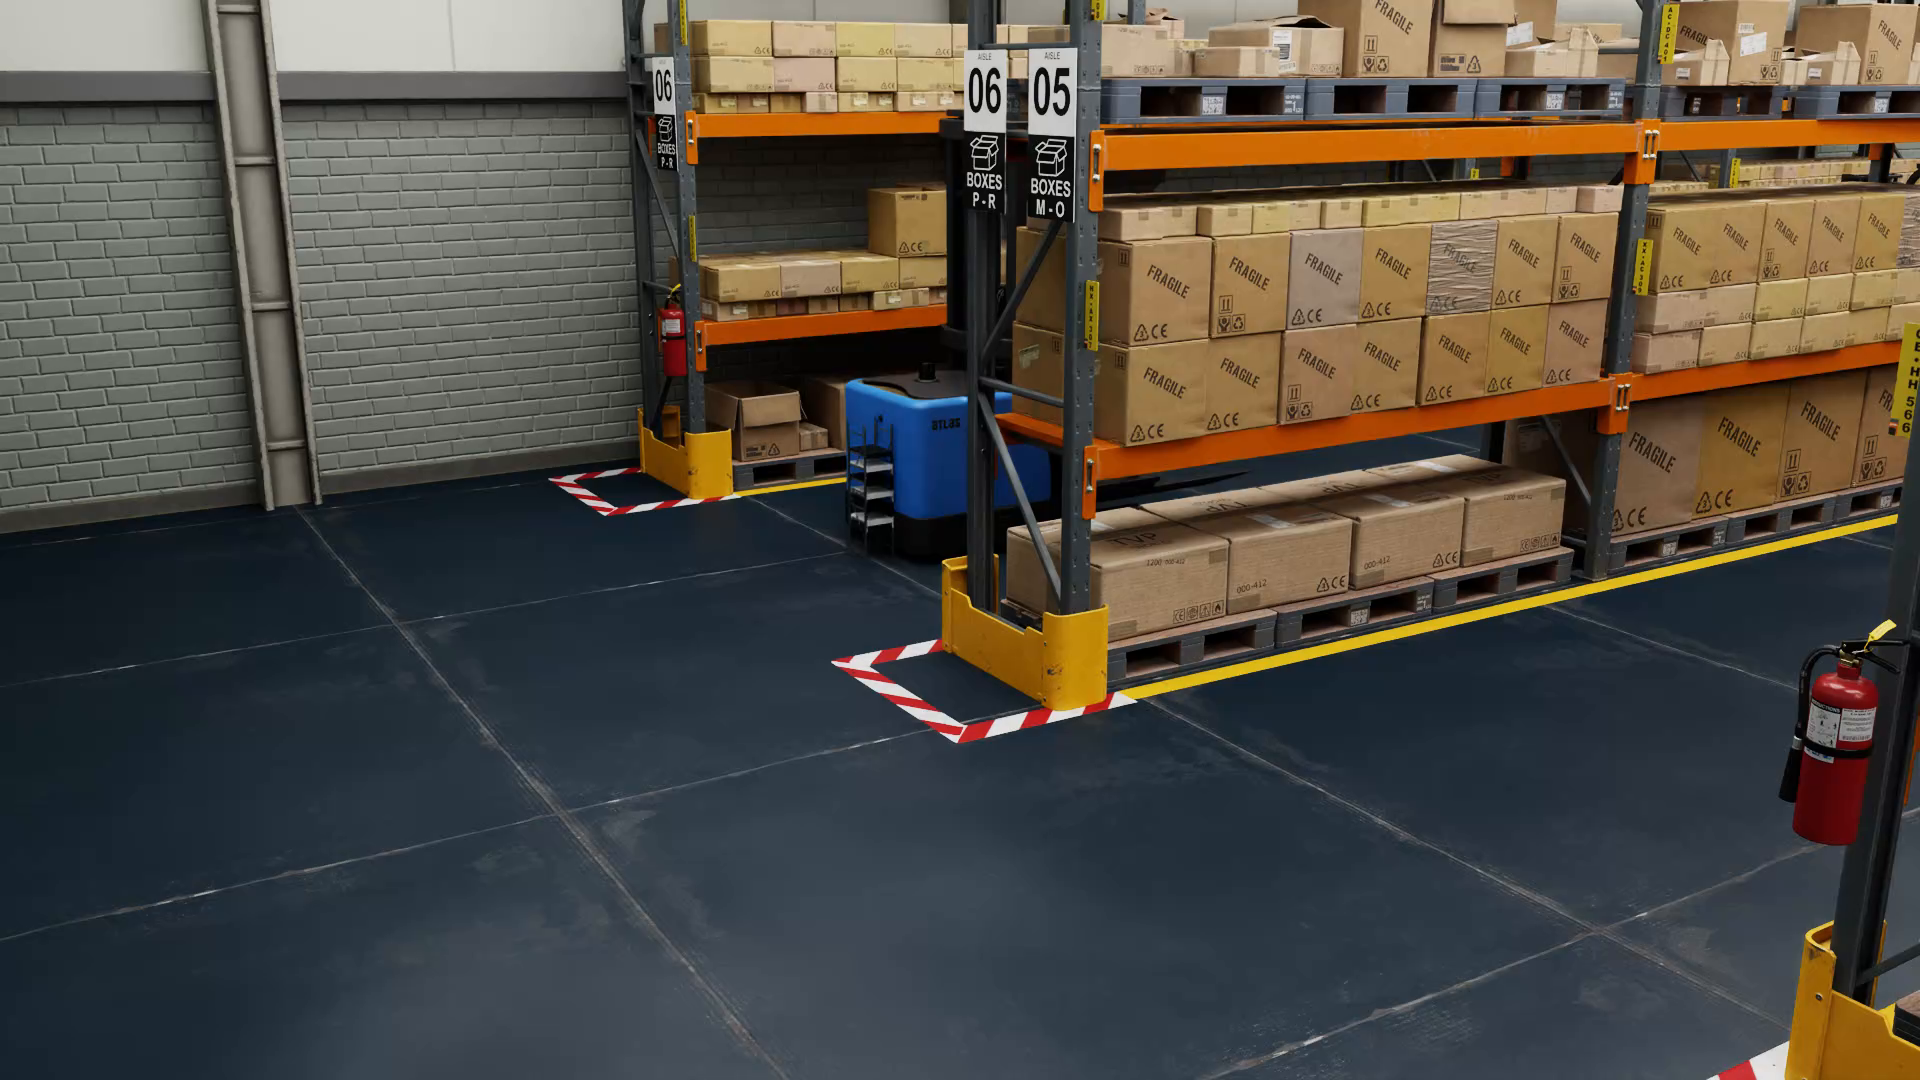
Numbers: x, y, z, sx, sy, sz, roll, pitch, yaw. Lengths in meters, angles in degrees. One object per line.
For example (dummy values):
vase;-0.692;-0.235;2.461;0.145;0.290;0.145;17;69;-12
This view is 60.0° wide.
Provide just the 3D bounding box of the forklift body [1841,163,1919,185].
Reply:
forklift body;10.815;-3.018;18.191;1.214;2.155;2.313;-9;18;-30

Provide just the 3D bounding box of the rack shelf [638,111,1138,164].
rack shelf;-0.500;-3.264;13.273;4.000;0.370;1.077;-9;18;-30

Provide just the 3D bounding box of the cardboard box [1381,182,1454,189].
cardboard box;2.716;-2.050;9.924;0.250;0.149;0.380;-9;18;-30

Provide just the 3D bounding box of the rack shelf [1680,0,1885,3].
rack shelf;9.786;-6.184;18.873;4.000;0.370;1.077;-9;18;-30

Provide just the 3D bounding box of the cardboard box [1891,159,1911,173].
cardboard box;11.107;-4.476;19.882;0.250;0.149;0.380;-9;18;-30

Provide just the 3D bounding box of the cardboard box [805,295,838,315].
cardboard box;-1.141;-1.861;12.957;0.250;0.149;0.380;-9;18;-28

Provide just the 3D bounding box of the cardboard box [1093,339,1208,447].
cardboard box;0.905;-0.789;8.481;0.500;0.500;0.500;-9;18;-30

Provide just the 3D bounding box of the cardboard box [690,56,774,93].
cardboard box;-1.693;-3.402;12.158;0.500;0.250;0.500;-9;18;-30

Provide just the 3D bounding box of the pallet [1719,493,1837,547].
pallet;5.444;-0.249;11.907;1.213;0.211;1.003;-9;18;-30

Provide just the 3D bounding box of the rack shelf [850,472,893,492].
rack shelf;-0.587;-0.388;10.915;0.200;0.077;0.258;-10;18;-31

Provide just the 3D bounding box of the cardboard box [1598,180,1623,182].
cardboard box;7.189;-3.858;18.228;0.250;0.149;0.380;-9;18;-30

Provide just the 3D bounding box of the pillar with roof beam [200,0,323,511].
pillar with roof beam;-2.773;-3.615;7.633;0.400;9.000;9.100;-9;18;-30

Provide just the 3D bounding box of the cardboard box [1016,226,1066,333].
cardboard box;0.636;-1.392;8.781;0.500;0.500;0.500;-9;18;-28

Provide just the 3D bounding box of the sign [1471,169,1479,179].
sign;4.931;-3.395;15.967;0.005;0.325;0.100;-9;18;-30

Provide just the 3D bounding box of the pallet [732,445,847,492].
pallet;-1.466;-0.667;13.399;1.213;0.211;1.003;-9;18;-30

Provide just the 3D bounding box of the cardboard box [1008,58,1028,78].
cardboard box;0.490;-3.760;13.435;0.500;0.250;0.500;-10;18;-32

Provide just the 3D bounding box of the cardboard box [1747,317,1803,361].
cardboard box;5.177;-1.364;10.997;0.500;0.250;0.500;-9;18;-30

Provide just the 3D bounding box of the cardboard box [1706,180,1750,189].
cardboard box;8.481;-3.900;18.379;0.250;0.149;0.380;-10;18;-31

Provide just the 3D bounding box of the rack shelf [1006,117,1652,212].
rack shelf;2.060;-2.116;9.178;4.000;0.370;1.077;-9;18;-30

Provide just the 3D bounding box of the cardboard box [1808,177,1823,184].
cardboard box;9.593;-4.072;18.990;0.250;0.149;0.380;-10;18;-31

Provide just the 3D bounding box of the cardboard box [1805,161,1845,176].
cardboard box;9.990;-4.303;19.265;0.250;0.149;0.380;-9;18;-29

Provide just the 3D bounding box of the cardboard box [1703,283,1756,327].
cardboard box;4.729;-1.540;10.697;0.500;0.250;0.500;-9;18;-29

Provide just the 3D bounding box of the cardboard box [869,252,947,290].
cardboard box;-0.394;-2.177;13.347;0.500;0.250;0.500;-10;18;-31

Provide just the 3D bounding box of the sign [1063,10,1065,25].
sign;0.926;-4.455;14.501;0.005;0.325;0.100;-9;18;-30

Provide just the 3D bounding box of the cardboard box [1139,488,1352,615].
cardboard box;1.640;0.047;9.653;0.875;0.438;0.875;-9;18;-28

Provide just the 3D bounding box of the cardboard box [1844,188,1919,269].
cardboard box;6.459;-2.176;11.579;0.500;0.500;0.500;-9;18;-29

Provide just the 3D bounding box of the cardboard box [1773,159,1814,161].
cardboard box;9.934;-4.463;19.837;0.250;0.149;0.380;-10;18;-31

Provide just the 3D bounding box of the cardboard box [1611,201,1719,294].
cardboard box;4.299;-1.821;10.310;0.500;0.500;0.500;-9;18;-29

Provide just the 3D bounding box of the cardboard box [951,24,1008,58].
cardboard box;0.037;-3.933;13.128;0.500;0.250;0.500;-9;18;-29

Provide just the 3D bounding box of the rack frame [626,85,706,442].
rack frame;-2.214;-1.888;12.589;0.127;3.000;1.000;-9;18;-30

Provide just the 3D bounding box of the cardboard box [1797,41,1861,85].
cardboard box;5.520;-3.051;10.651;0.258;0.266;0.396;-8;17;-25

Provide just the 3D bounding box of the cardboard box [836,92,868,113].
cardboard box;-0.894;-3.325;12.623;0.250;0.149;0.380;-9;18;-30

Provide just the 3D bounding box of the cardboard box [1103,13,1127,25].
cardboard box;1.442;-4.419;14.243;0.258;0.266;0.396;-10;18;-31

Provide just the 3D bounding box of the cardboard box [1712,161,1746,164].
cardboard box;8.829;-4.289;19.214;0.250;0.149;0.380;-10;18;-31

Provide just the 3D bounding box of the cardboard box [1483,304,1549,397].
cardboard box;3.070;-1.148;9.763;0.500;0.500;0.500;-10;18;-31

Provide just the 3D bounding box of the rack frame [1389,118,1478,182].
rack frame;4.643;-3.000;16.556;0.127;3.000;1.000;-9;18;-30

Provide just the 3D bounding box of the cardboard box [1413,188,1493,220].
cardboard box;2.769;-1.895;9.375;0.250;0.149;0.380;-9;18;-30

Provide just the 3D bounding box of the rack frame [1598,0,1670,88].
rack frame;3.774;-4.185;9.668;0.127;3.000;1.000;-9;18;-30

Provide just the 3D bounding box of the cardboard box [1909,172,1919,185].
cardboard box;11.348;-4.360;20.019;0.250;0.149;0.380;-9;18;-29

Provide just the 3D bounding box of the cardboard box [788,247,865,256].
cardboard box;-1.087;-2.224;13.512;0.500;0.250;0.500;-9;18;-28

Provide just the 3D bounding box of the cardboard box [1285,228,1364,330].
cardboard box;1.780;-1.418;8.872;0.500;0.500;0.500;-9;18;-30

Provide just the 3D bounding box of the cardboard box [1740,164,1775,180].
cardboard box;8.890;-4.131;18.650;0.250;0.149;0.380;-10;18;-31

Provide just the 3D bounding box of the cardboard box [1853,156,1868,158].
cardboard box;11.103;-4.619;20.392;0.250;0.149;0.380;-10;18;-31

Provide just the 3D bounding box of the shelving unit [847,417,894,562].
shelving unit;-0.587;-0.333;10.930;0.210;0.900;0.258;-10;18;-31

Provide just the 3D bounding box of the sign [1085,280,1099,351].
sign;0.626;-1.066;7.905;0.005;0.325;0.100;-9;18;-30

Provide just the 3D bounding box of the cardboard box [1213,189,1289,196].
cardboard box;1.615;-1.869;9.279;0.250;0.149;0.380;-9;18;-28

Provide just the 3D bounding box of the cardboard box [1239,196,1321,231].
cardboard box;1.676;-1.720;8.747;0.250;0.149;0.380;-9;18;-29

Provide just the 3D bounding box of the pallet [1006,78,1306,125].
pallet;0.976;-2.248;8.477;1.213;0.211;1.003;-9;18;-30

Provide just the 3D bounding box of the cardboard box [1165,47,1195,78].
cardboard box;1.003;-2.474;8.624;0.250;0.149;0.380;-11;19;-34

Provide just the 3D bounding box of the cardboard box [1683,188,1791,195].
cardboard box;5.348;-2.161;11.525;0.500;0.500;0.500;-9;18;-29

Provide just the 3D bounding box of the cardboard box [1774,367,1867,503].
cardboard box;5.801;-0.832;11.978;0.875;0.875;0.875;-9;18;-29

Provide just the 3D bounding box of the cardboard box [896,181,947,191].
cardboard box;-0.199;-2.731;13.932;0.500;0.500;0.500;-10;18;-31

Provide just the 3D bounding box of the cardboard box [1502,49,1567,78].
cardboard box;3.165;-2.671;9.324;0.250;0.149;0.380;-9;18;-28

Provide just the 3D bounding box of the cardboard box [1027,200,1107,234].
cardboard box;0.550;-1.679;8.601;0.250;0.149;0.380;-9;18;-29

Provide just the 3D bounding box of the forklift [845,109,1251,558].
forklift;0.723;-1.572;11.586;3.031;2.935;1.130;-10;18;-31

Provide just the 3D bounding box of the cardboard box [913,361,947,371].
cardboard box;0.001;-1.204;14.001;0.500;0.500;0.700;-10;19;-32

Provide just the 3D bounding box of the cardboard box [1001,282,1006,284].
cardboard box;0.206;-2.065;13.686;0.250;0.149;0.380;-10;18;-31

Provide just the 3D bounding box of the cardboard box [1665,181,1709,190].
cardboard box;7.894;-3.818;18.086;0.250;0.149;0.380;-9;18;-28
